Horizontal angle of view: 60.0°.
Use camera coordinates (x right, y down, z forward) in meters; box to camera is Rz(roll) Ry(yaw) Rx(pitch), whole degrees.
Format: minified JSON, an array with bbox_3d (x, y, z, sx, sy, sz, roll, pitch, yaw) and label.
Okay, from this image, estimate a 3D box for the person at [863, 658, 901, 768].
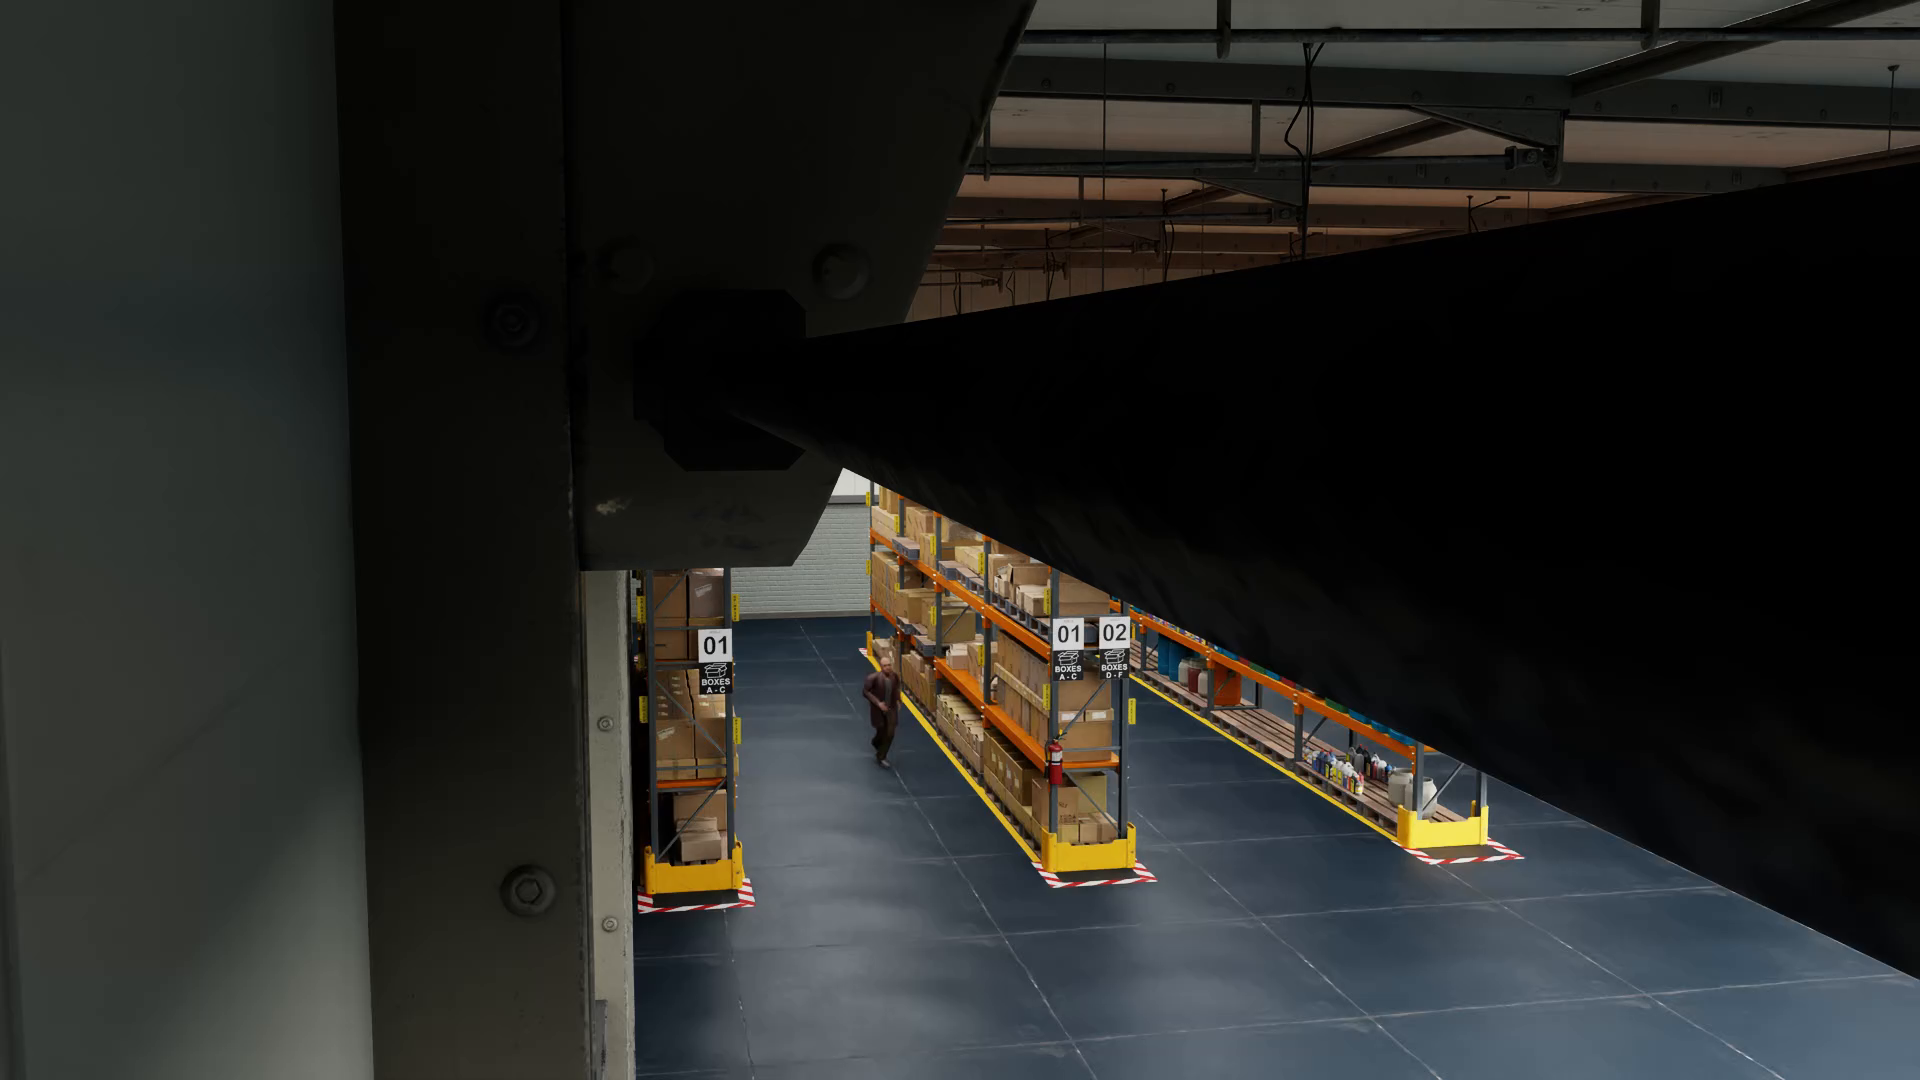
[{"bbox_3d":[-1.257,2.714,26.507,0.687,1.744,0.689,-2,6,-21],"label":"person"}]
